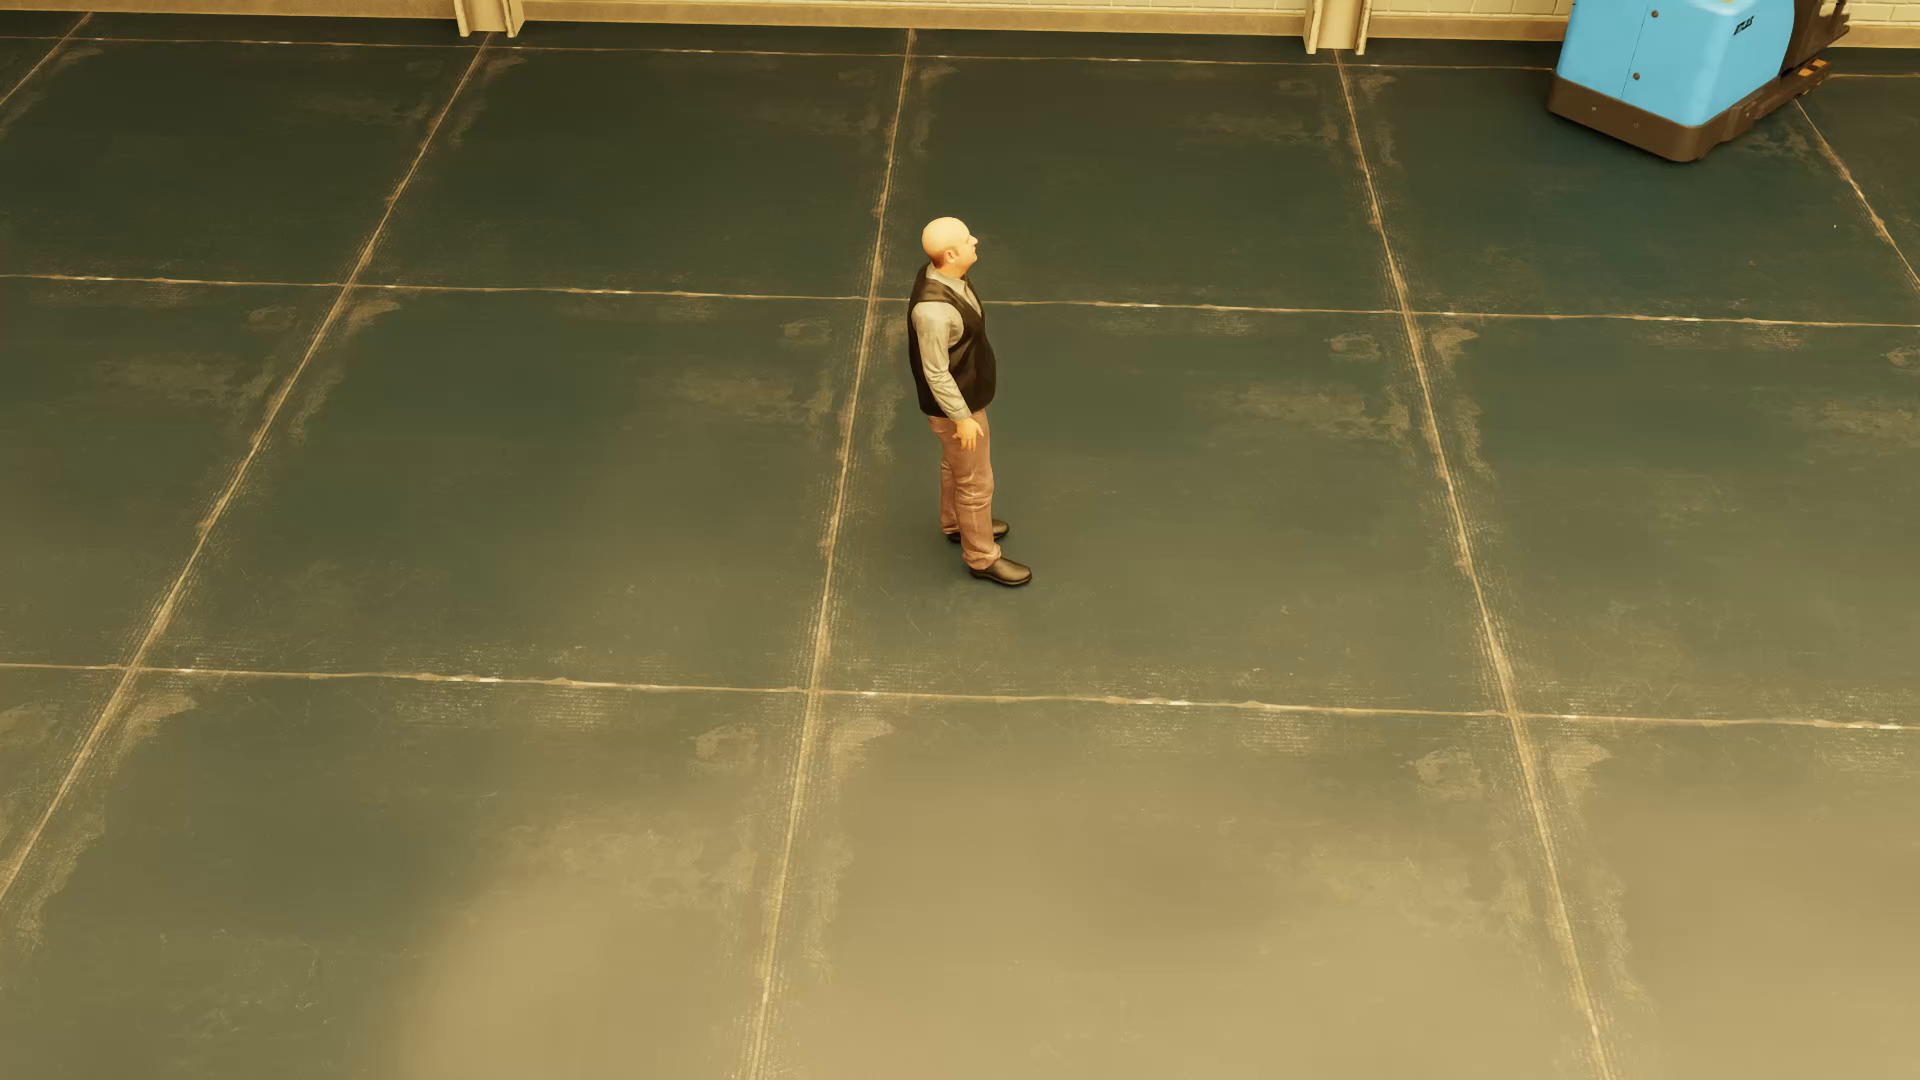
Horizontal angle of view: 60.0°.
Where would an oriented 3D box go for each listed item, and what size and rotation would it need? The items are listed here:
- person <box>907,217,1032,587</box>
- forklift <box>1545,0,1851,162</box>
[{"bbox_3d":[0.061,-0.634,7.323,0.568,1.720,0.632,2,42,2],"label":"person"},{"bbox_3d":[5.267,-4.314,10.468,3.031,2.935,1.130,-32,51,-30],"label":"forklift"}]
